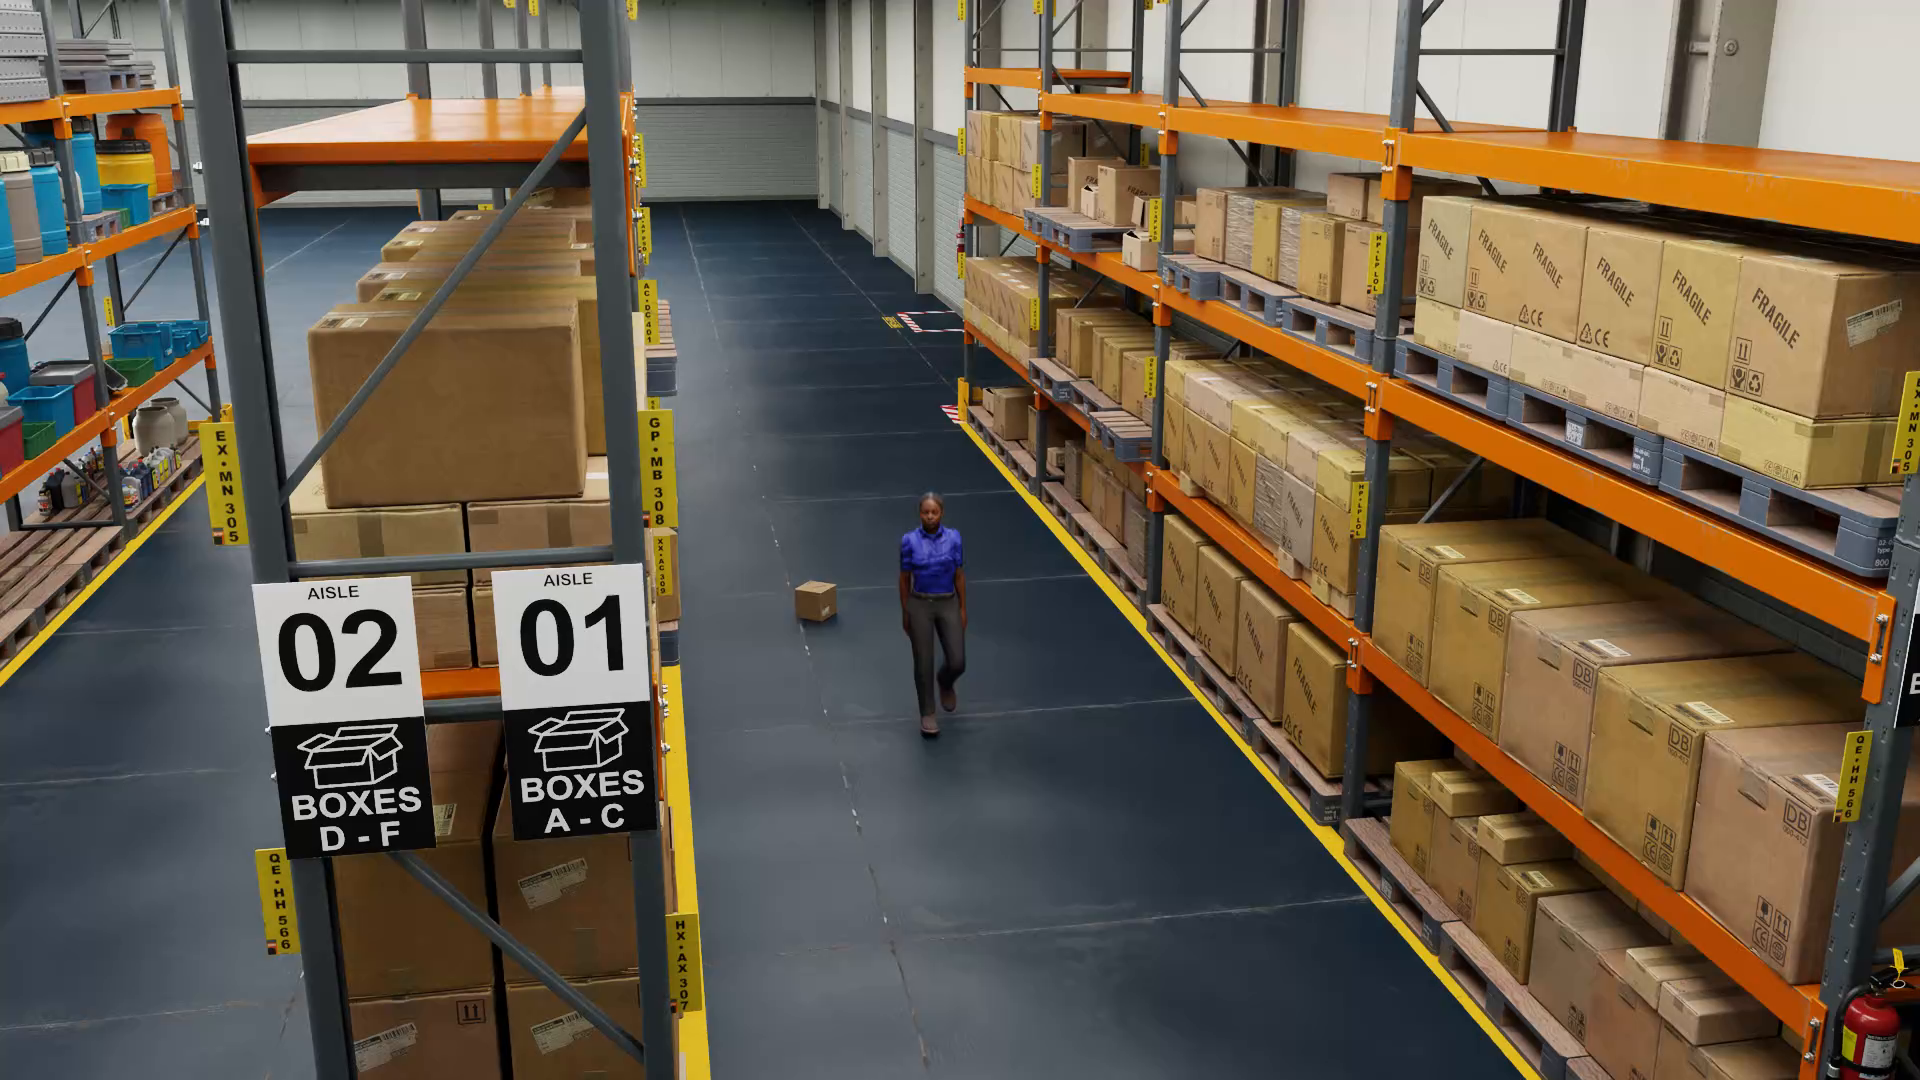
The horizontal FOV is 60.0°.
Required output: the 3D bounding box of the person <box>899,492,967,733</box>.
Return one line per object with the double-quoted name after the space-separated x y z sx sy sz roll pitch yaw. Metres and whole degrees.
-0.182 0.475 11.347 0.466 1.649 0.482 -2 17 -7 "person"
